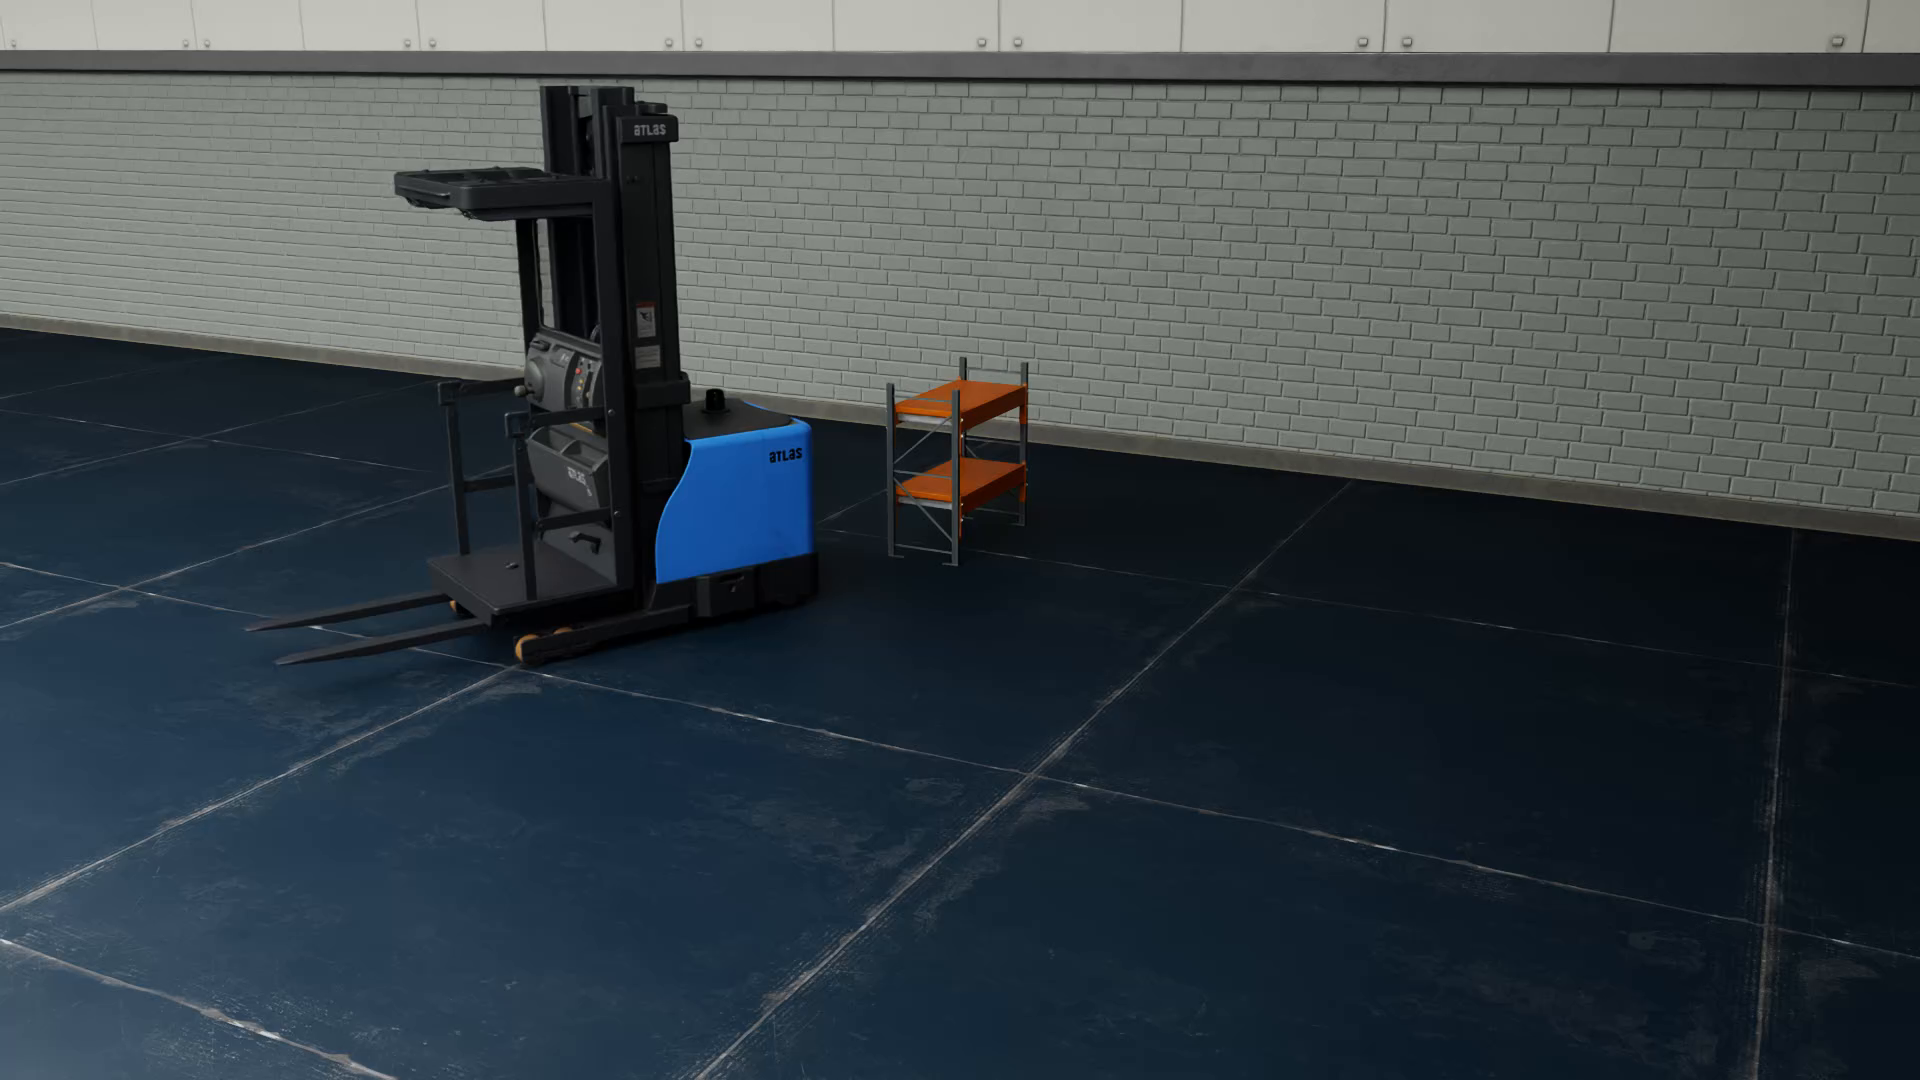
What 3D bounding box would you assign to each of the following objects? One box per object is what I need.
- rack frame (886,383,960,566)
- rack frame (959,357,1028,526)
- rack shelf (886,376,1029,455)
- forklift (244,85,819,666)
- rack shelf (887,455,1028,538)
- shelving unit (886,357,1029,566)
[{"bbox_3d":[-0.230,-0.408,10.422,0.500,1.125,0.032,8,18,25],"label":"rack frame"},{"bbox_3d":[0.224,-0.667,11.294,0.500,1.125,0.032,8,18,25],"label":"rack frame"},{"bbox_3d":[-0.003,-0.818,10.775,0.538,0.278,1.000,8,18,25],"label":"rack shelf"},{"bbox_3d":[-2.325,-0.909,8.936,3.031,2.935,1.130,-12,20,-34],"label":"forklift"},{"bbox_3d":[-0.003,-0.303,10.928,0.538,0.278,1.000,8,18,25],"label":"rack shelf"},{"bbox_3d":[-0.003,-0.538,10.858,0.538,1.125,1.048,8,18,25],"label":"shelving unit"}]
